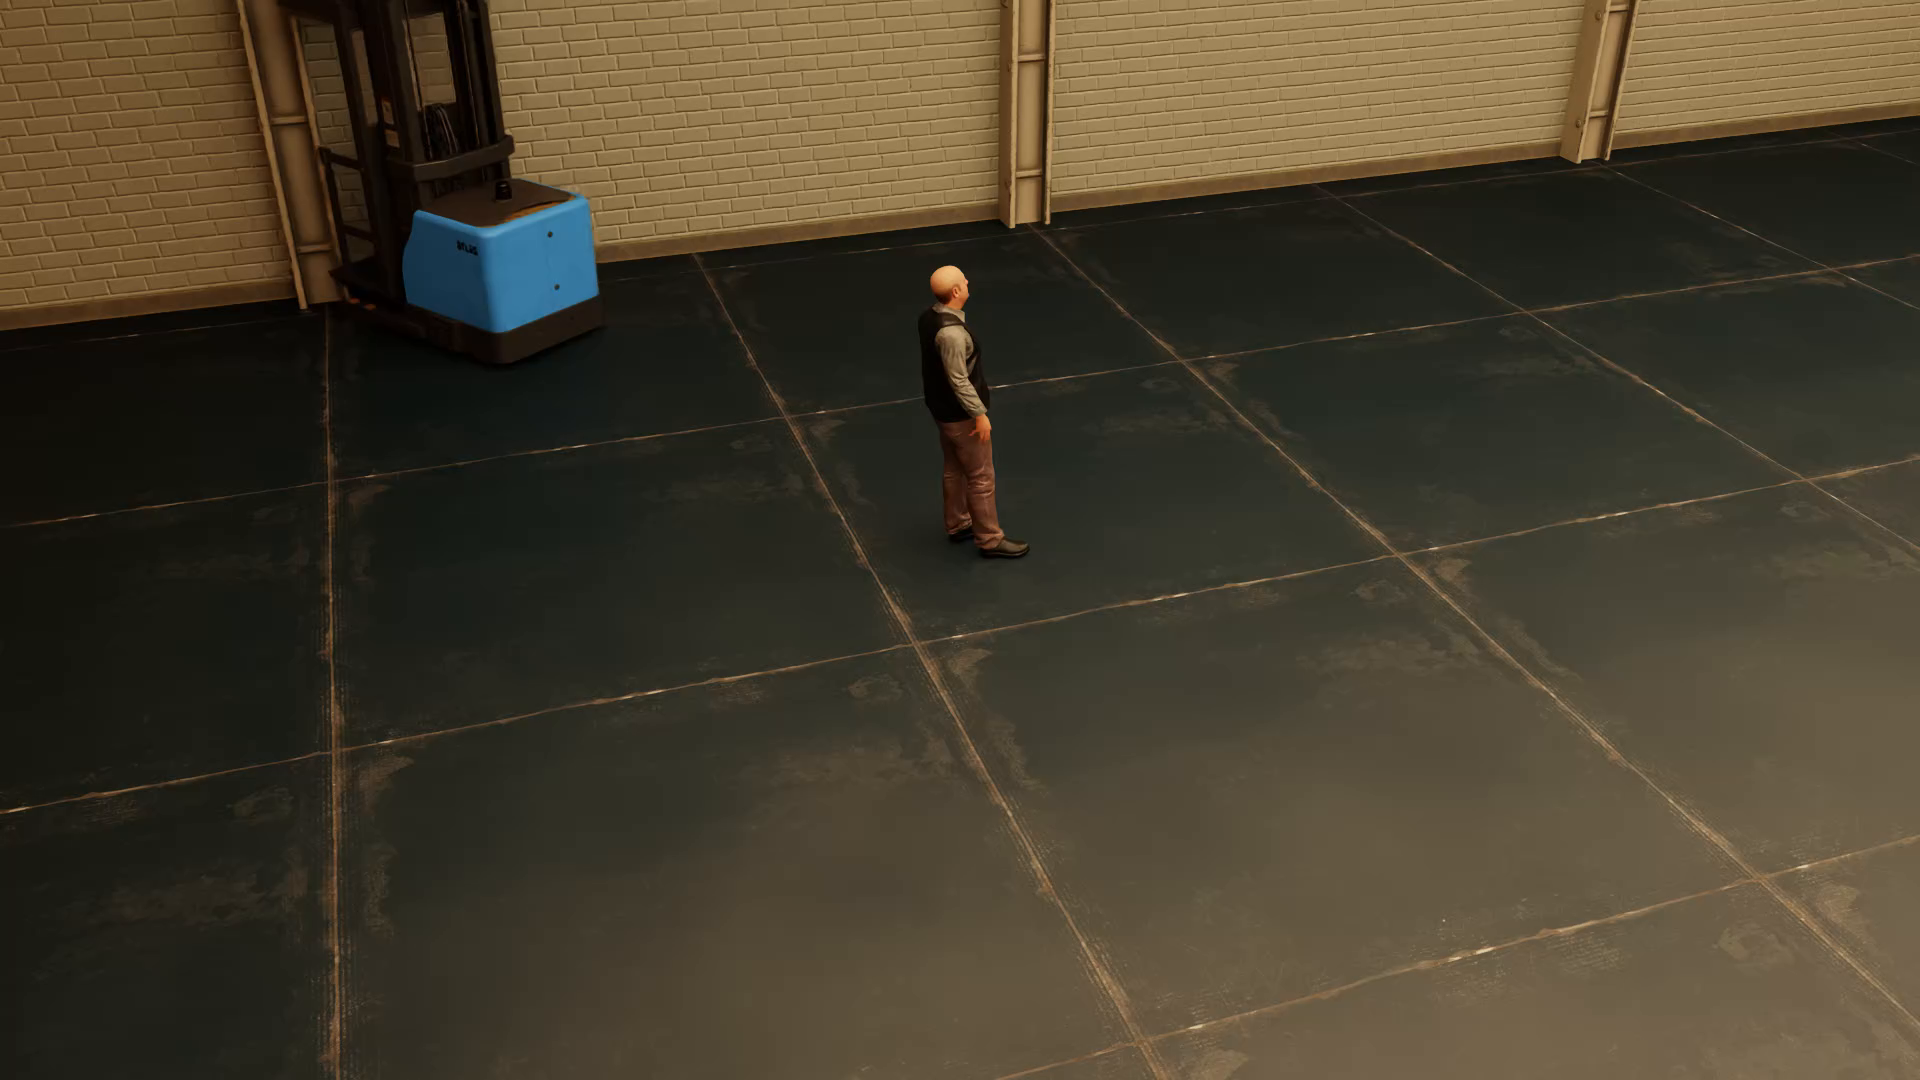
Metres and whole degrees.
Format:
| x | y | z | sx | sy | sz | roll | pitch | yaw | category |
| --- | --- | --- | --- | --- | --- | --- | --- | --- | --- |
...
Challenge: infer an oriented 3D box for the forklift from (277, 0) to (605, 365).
| x | y | z | sx | sy | sz | roll | pitch | yaw | category |
| --- | --- | --- | --- | --- | --- | --- | --- | --- | --- |
| -4.219 | -3.126 | 12.521 | 3.031 | 2.935 | 1.130 | 20 | 36 | 31 | forklift |

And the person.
| x | y | z | sx | sy | sz | roll | pitch | yaw | category |
| --- | --- | --- | --- | --- | --- | --- | --- | --- | --- |
| 0.061 | -0.758 | 9.603 | 0.568 | 1.720 | 0.632 | -10 | 31 | -16 | person |
